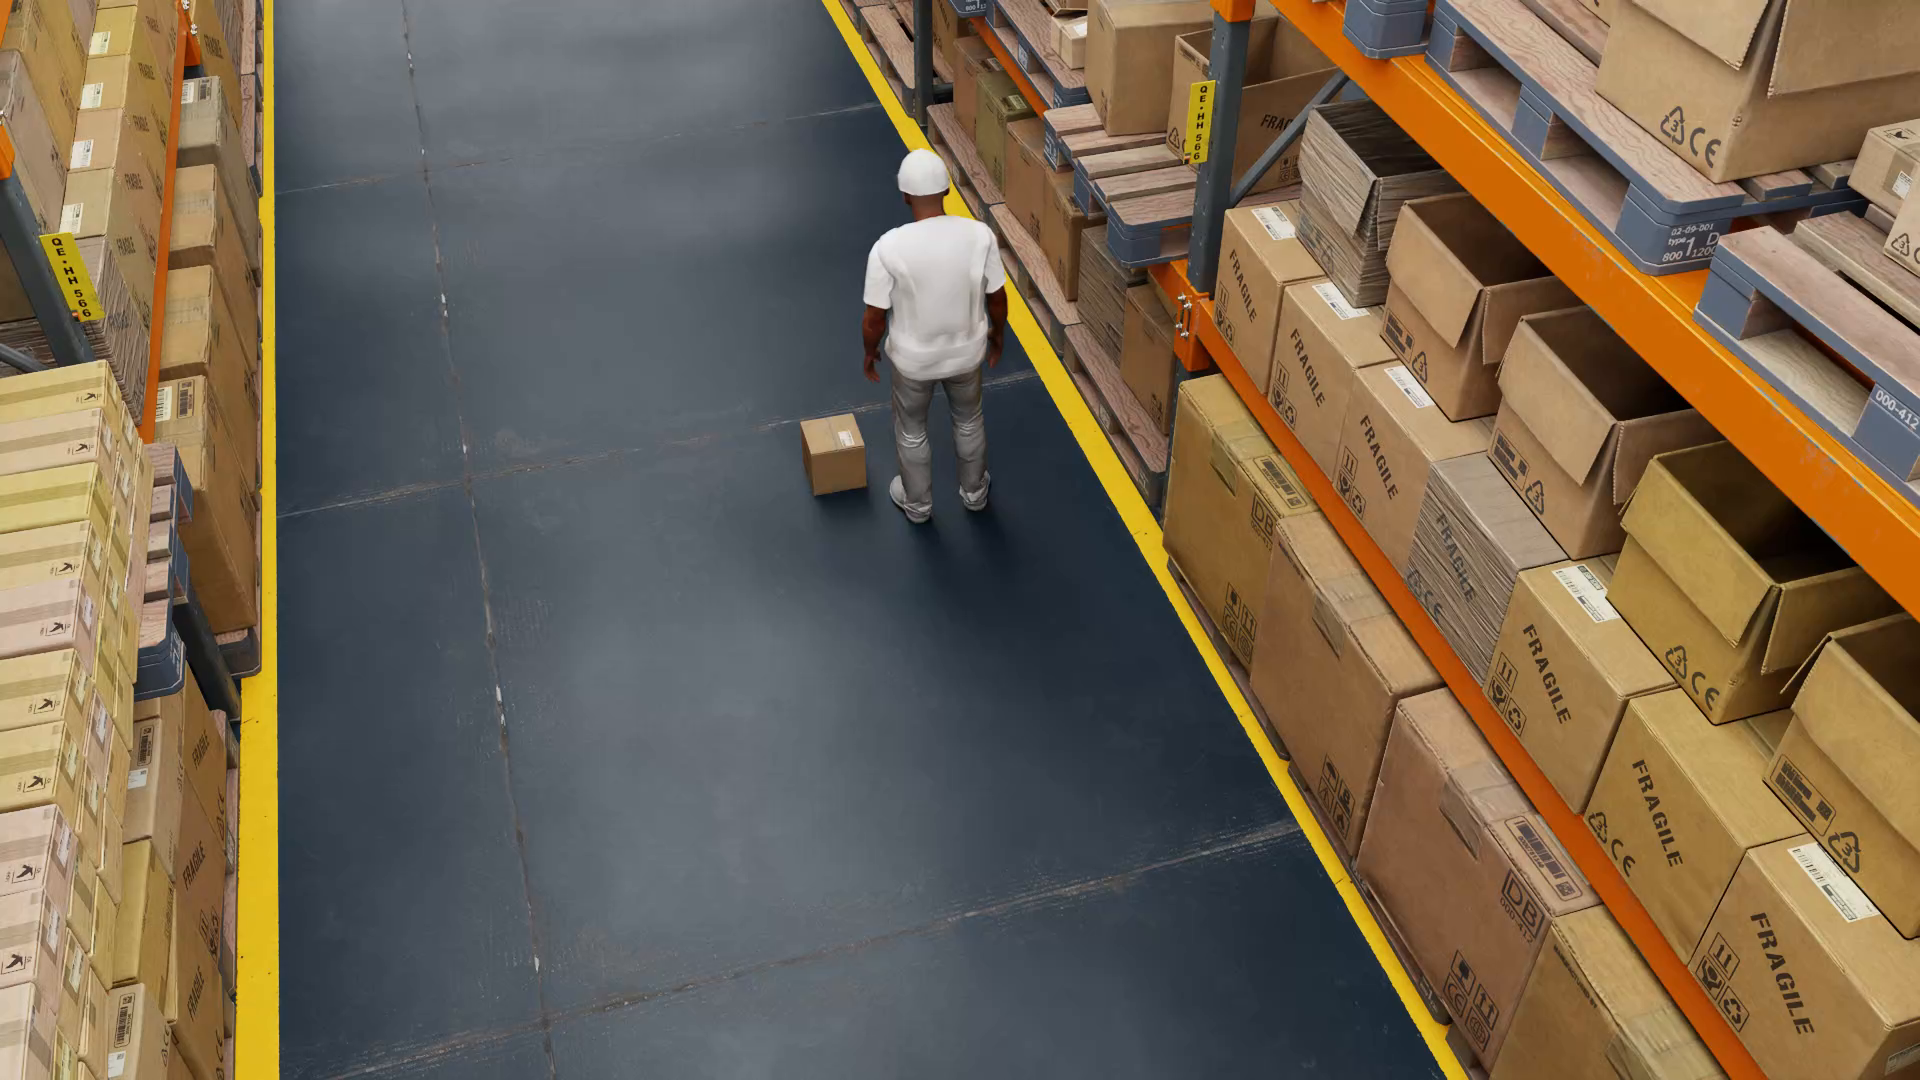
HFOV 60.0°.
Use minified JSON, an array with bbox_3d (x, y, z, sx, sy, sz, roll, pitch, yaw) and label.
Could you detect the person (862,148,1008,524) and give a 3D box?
[{"bbox_3d":[-0.107,-0.829,7.069,0.628,1.758,0.456,-9,43,-10],"label":"person"}]
